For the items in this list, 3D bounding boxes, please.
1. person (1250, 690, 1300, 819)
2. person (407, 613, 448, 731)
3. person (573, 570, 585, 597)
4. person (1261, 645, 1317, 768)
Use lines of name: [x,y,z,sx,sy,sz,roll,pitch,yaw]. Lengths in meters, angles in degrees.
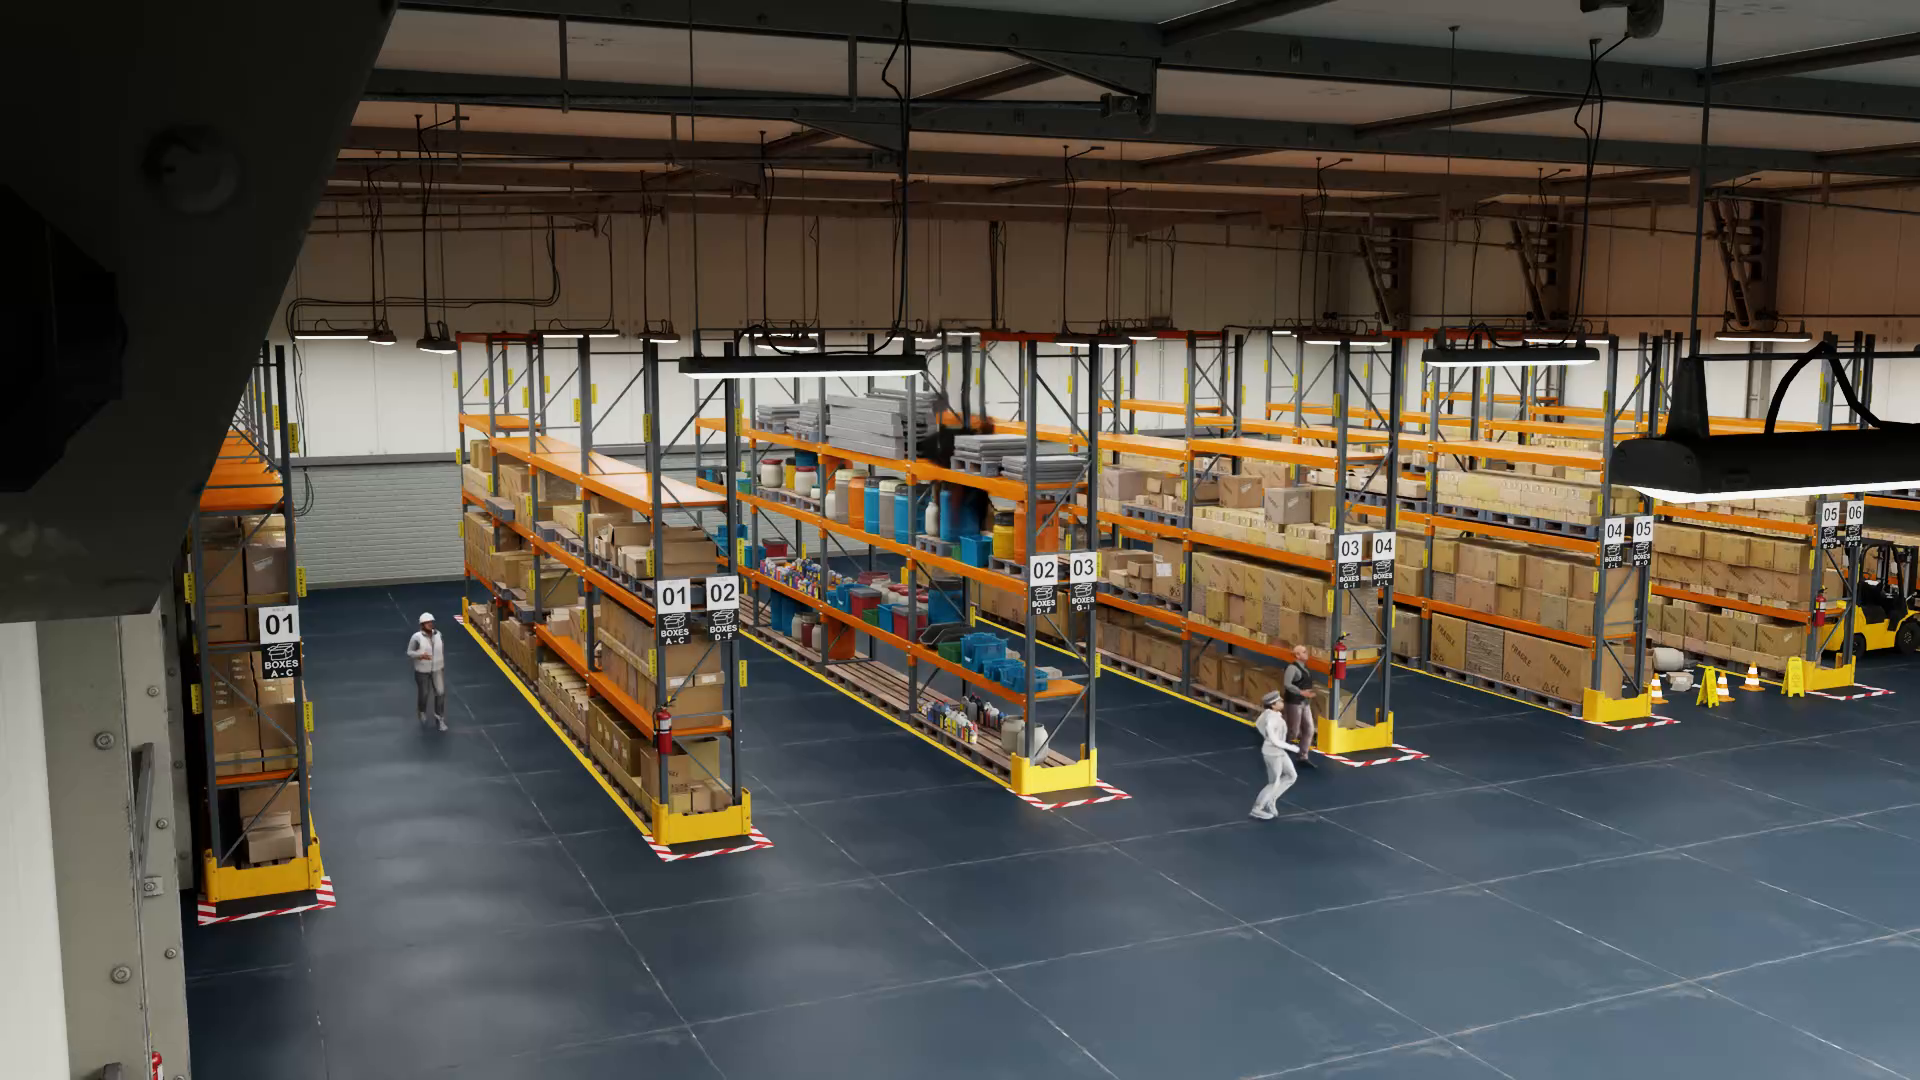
person: [3.977,2.690,20.950,0.591,1.658,0.625,1,8,9]
person: [-8.192,2.015,25.591,0.640,1.819,0.791,-5,9,-34]
person: [-8.021,0.748,35.030,0.703,1.763,0.688,-7,11,-43]
person: [4.731,2.337,23.557,0.803,1.713,0.674,5,9,35]
